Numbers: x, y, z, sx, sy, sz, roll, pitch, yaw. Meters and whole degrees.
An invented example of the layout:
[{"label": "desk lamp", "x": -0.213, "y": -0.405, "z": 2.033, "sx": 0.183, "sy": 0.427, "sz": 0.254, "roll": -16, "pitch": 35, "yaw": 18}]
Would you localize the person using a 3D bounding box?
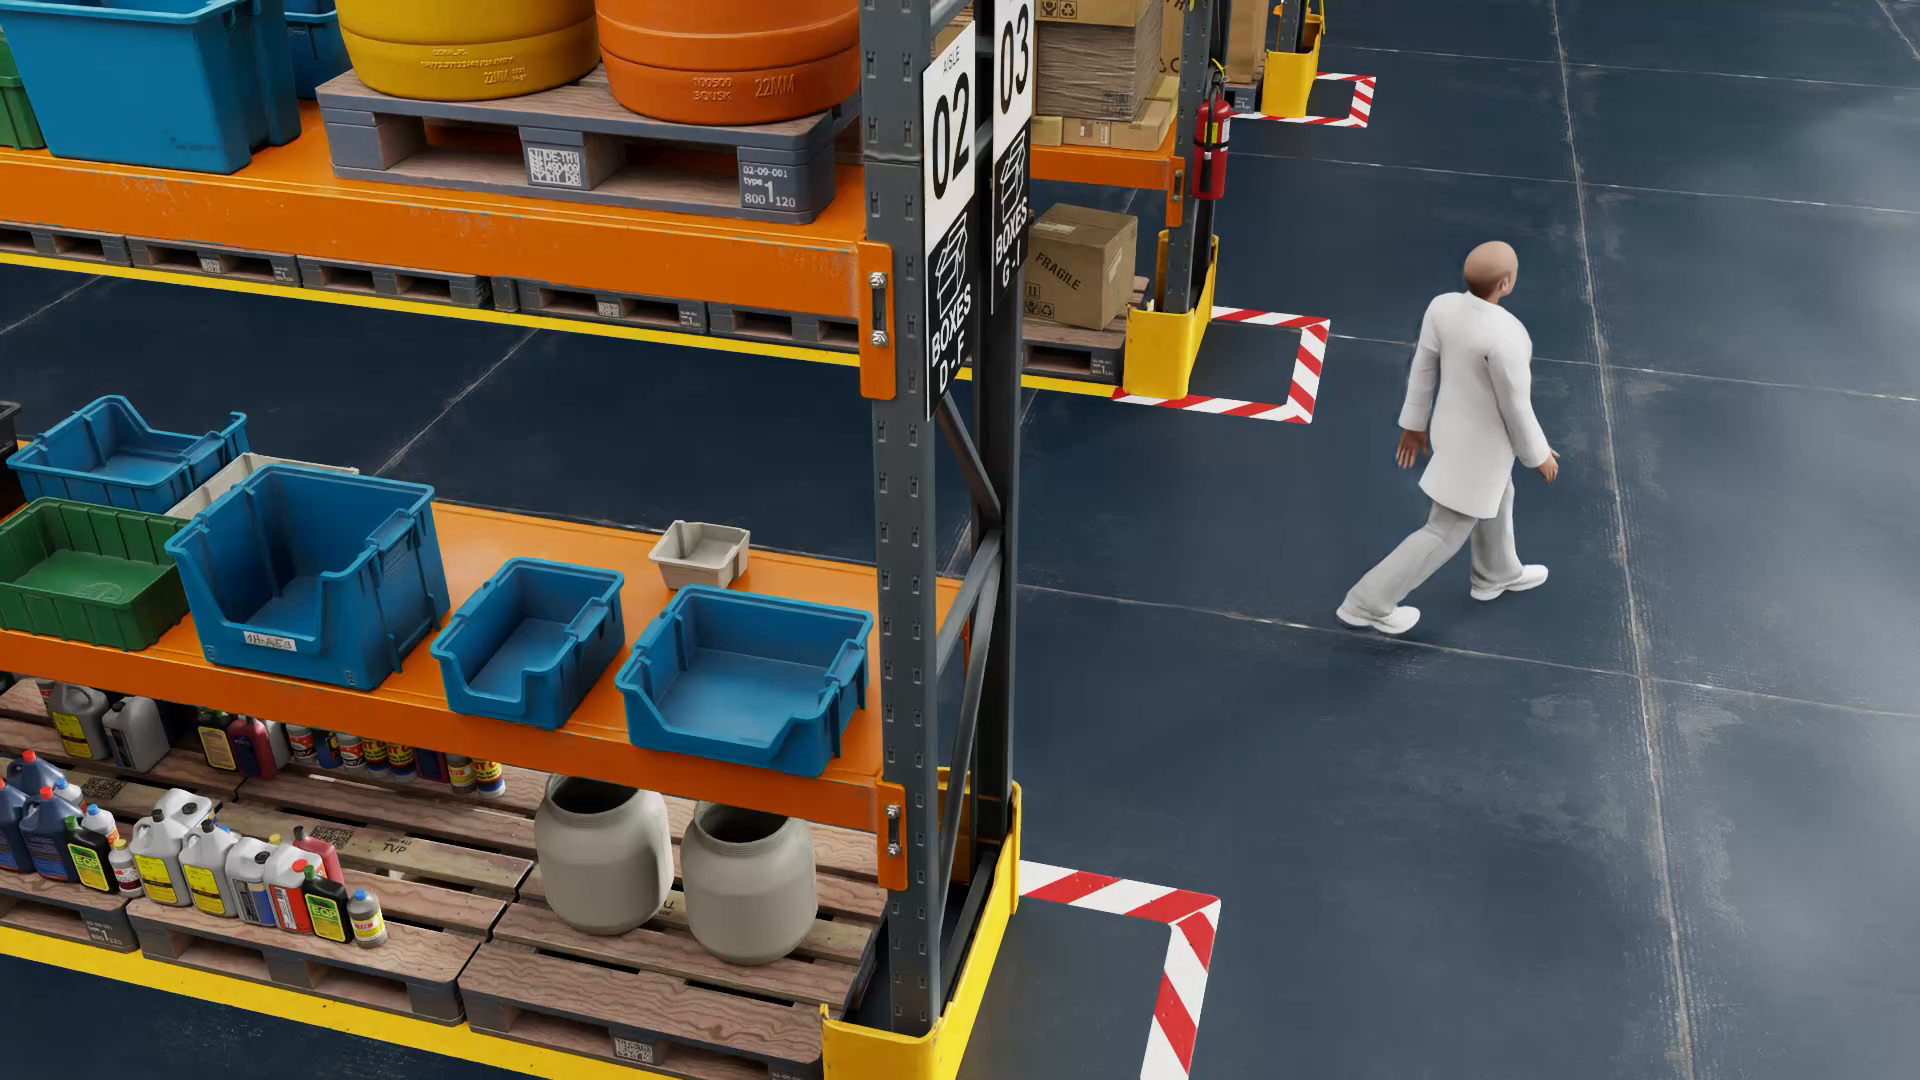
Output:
[{"label": "person", "x": 2.110, "y": -0.405, "z": 6.790, "sx": 1.104, "sy": 1.728, "sz": 0.563, "roll": -7, "pitch": 33, "yaw": -12}]
